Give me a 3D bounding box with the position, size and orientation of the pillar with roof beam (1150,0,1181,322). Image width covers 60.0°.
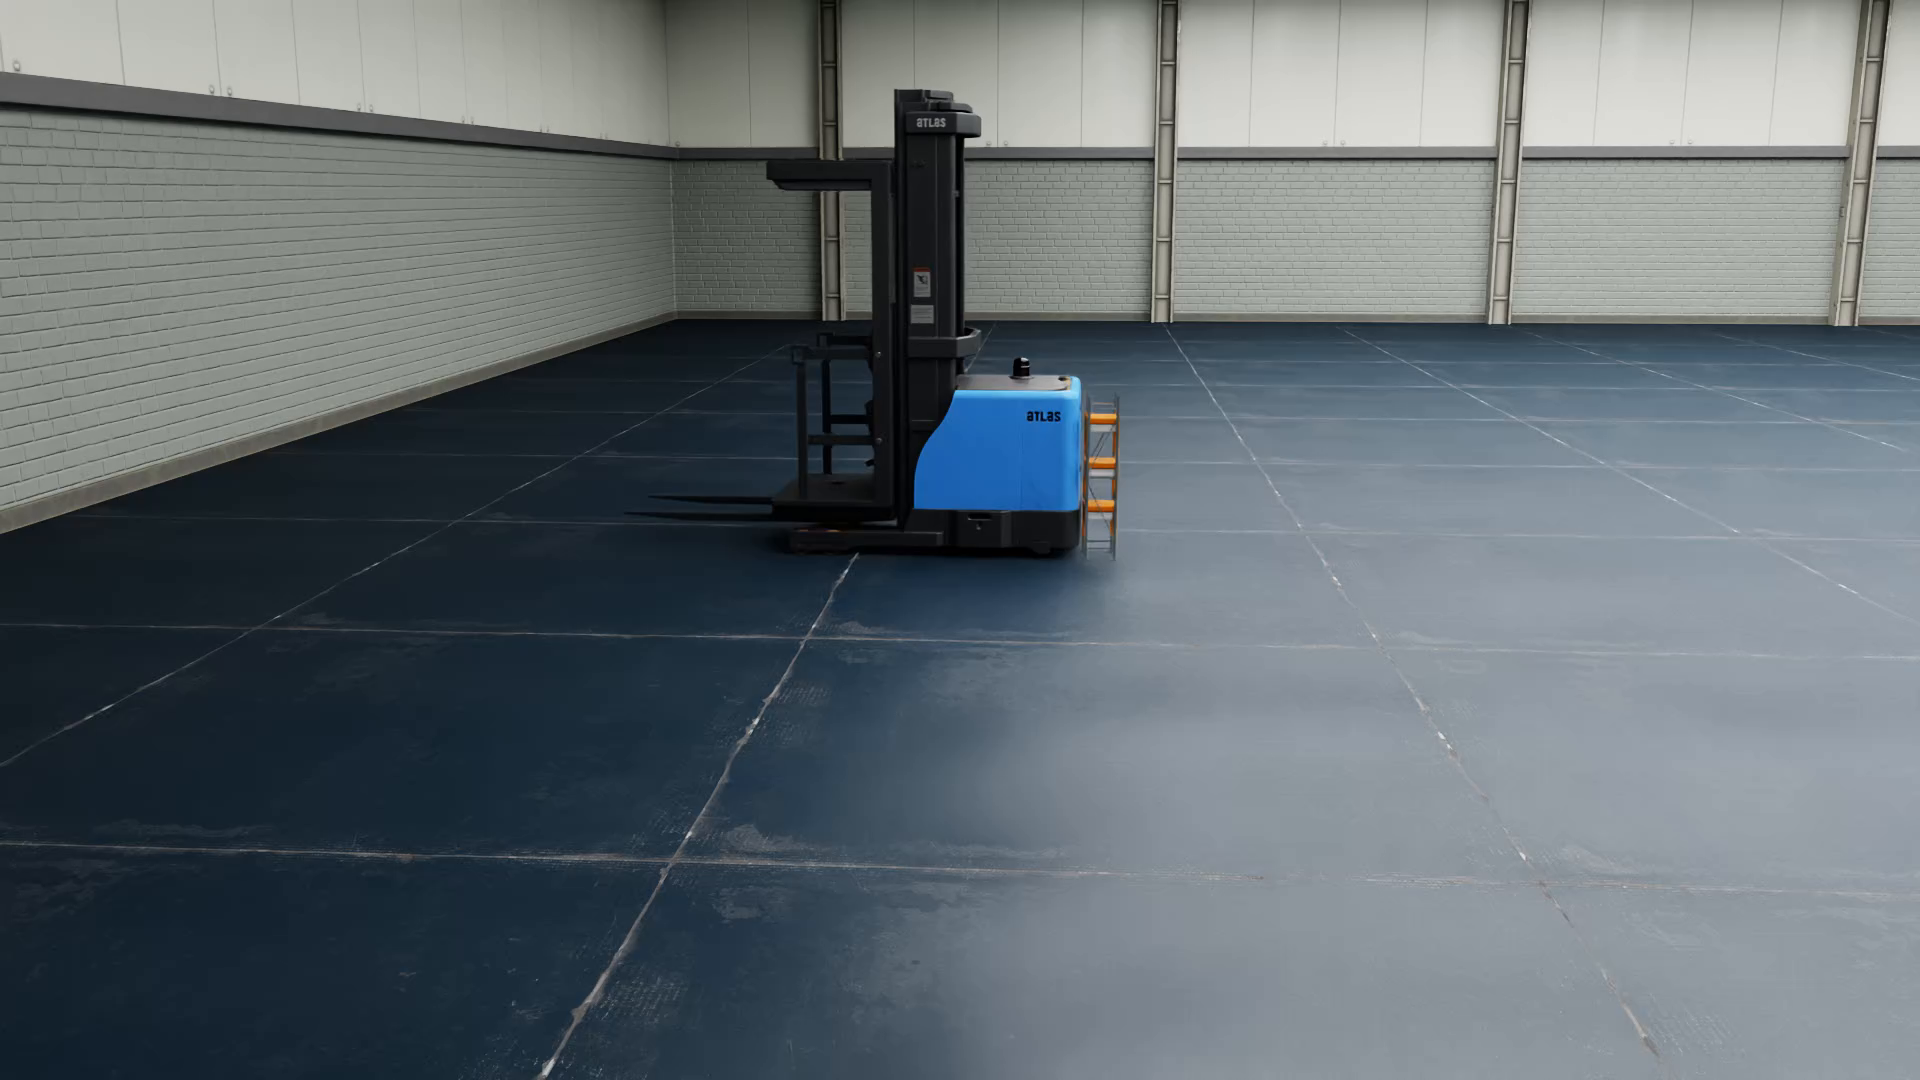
[{"bbox_3d":[3.378,-7.497,25.129,0.400,9.000,9.100,1,12,4],"label":"pillar with roof beam"}]

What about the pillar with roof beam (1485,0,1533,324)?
[{"bbox_3d":[9.365,-7.415,24.737,0.400,9.000,9.100,1,12,4],"label":"pillar with roof beam"}]

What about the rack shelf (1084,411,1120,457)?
[{"bbox_3d":[0.904,-0.679,10.603,0.215,0.259,0.240,1,11,1],"label":"rack shelf"}]

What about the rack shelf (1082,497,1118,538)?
[{"bbox_3d":[0.899,-0.128,10.712,0.215,0.259,0.240,1,11,1],"label":"rack shelf"}]

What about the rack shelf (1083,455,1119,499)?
[{"bbox_3d":[0.901,-0.400,10.658,0.215,0.259,0.240,1,11,1],"label":"rack shelf"}]

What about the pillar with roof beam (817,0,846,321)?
[{"bbox_3d":[-2.608,-7.579,25.522,0.400,9.000,9.100,1,12,4],"label":"pillar with roof beam"}]

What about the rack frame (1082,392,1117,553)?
[{"bbox_3d":[0.904,-0.435,10.776,0.200,1.050,0.008,1,11,1],"label":"rack frame"}]

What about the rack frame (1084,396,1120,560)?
[{"bbox_3d":[0.899,-0.387,10.536,0.200,1.050,0.008,1,11,1],"label":"rack frame"}]

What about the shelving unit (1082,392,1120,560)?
[{"bbox_3d":[0.902,-0.411,10.656,0.215,1.050,0.252,1,11,1],"label":"shelving unit"}]

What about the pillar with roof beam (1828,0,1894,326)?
[{"bbox_3d":[15.351,-7.333,24.344,0.400,9.000,9.100,1,12,4],"label":"pillar with roof beam"}]

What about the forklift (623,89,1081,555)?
[{"bbox_3d":[-0.708,-1.443,11.007,3.031,2.935,1.130,1,12,4],"label":"forklift"}]
